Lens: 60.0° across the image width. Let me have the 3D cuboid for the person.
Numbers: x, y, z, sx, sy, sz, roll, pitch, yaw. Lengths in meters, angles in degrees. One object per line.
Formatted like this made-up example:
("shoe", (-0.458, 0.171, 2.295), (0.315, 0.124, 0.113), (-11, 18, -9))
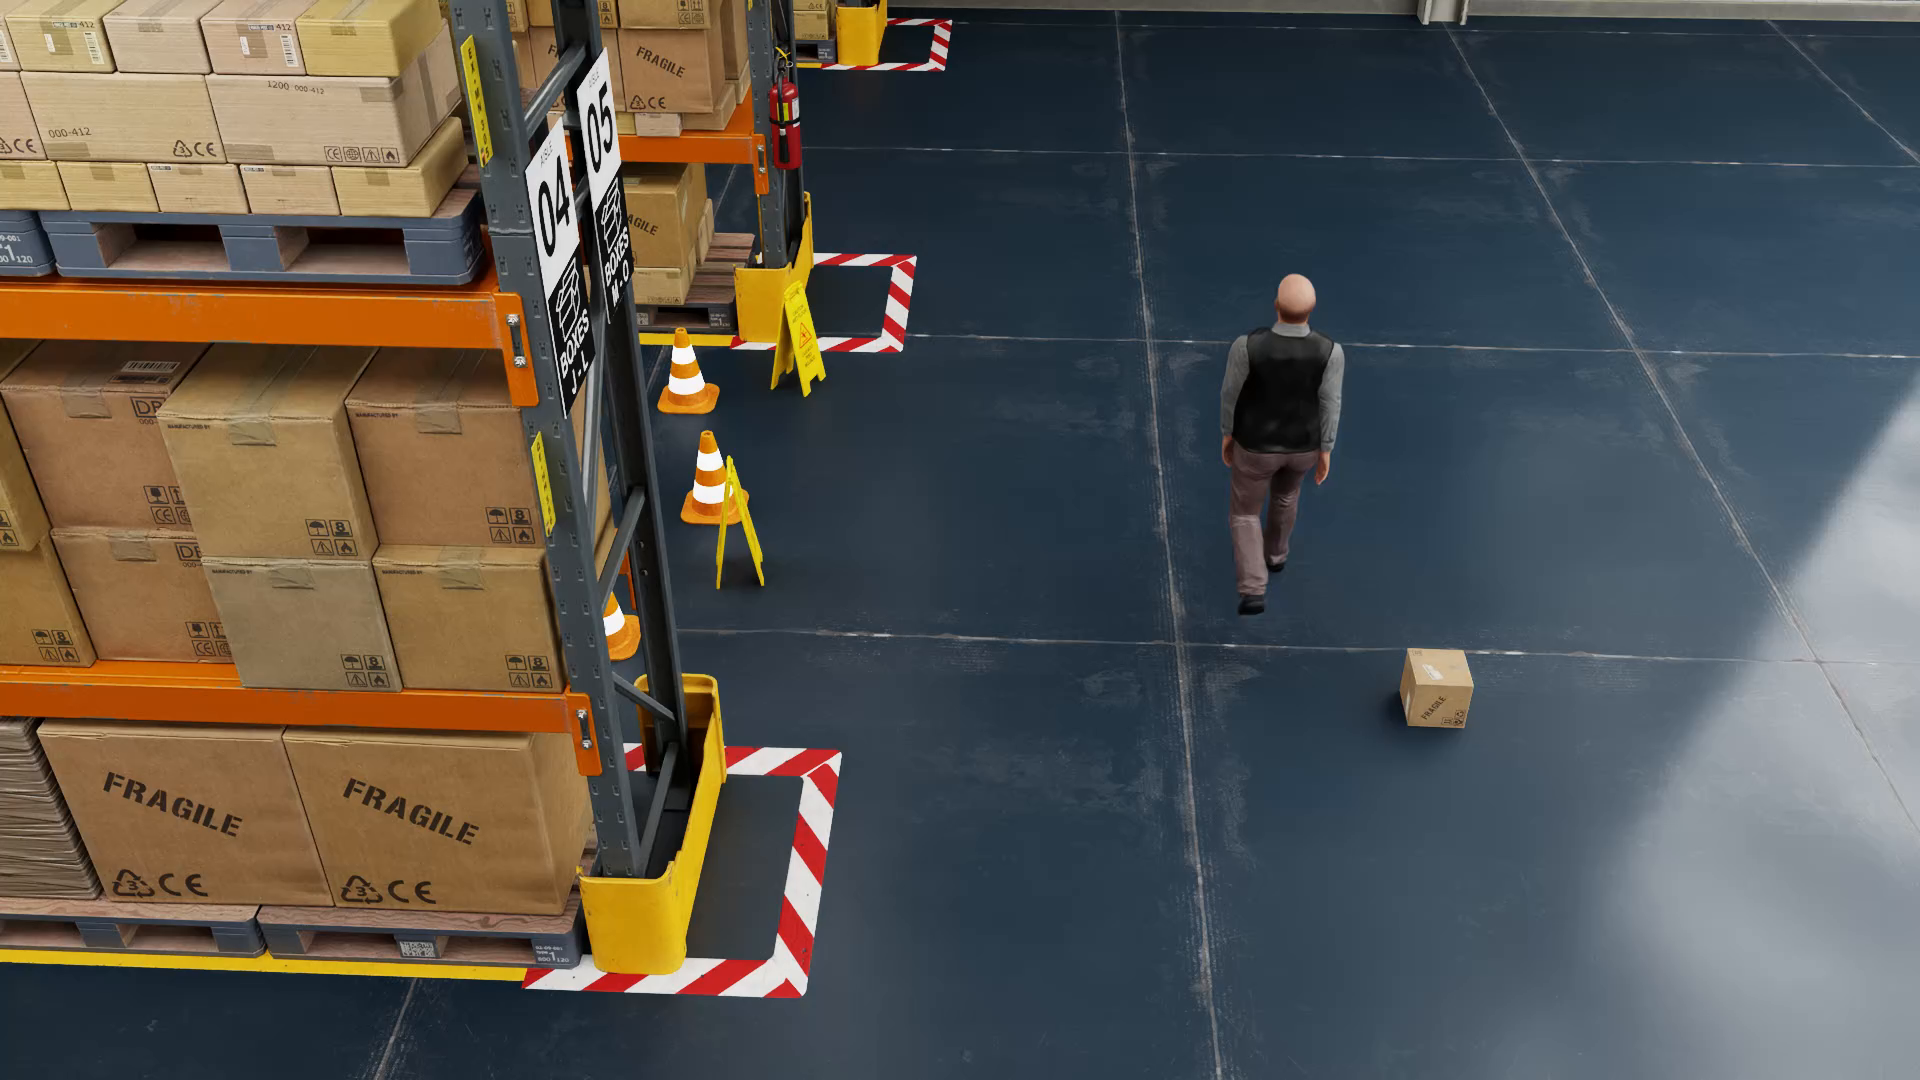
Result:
("person", (1.468, -0.435, 7.739), (0.539, 1.689, 0.900), (1, 35, 1))
